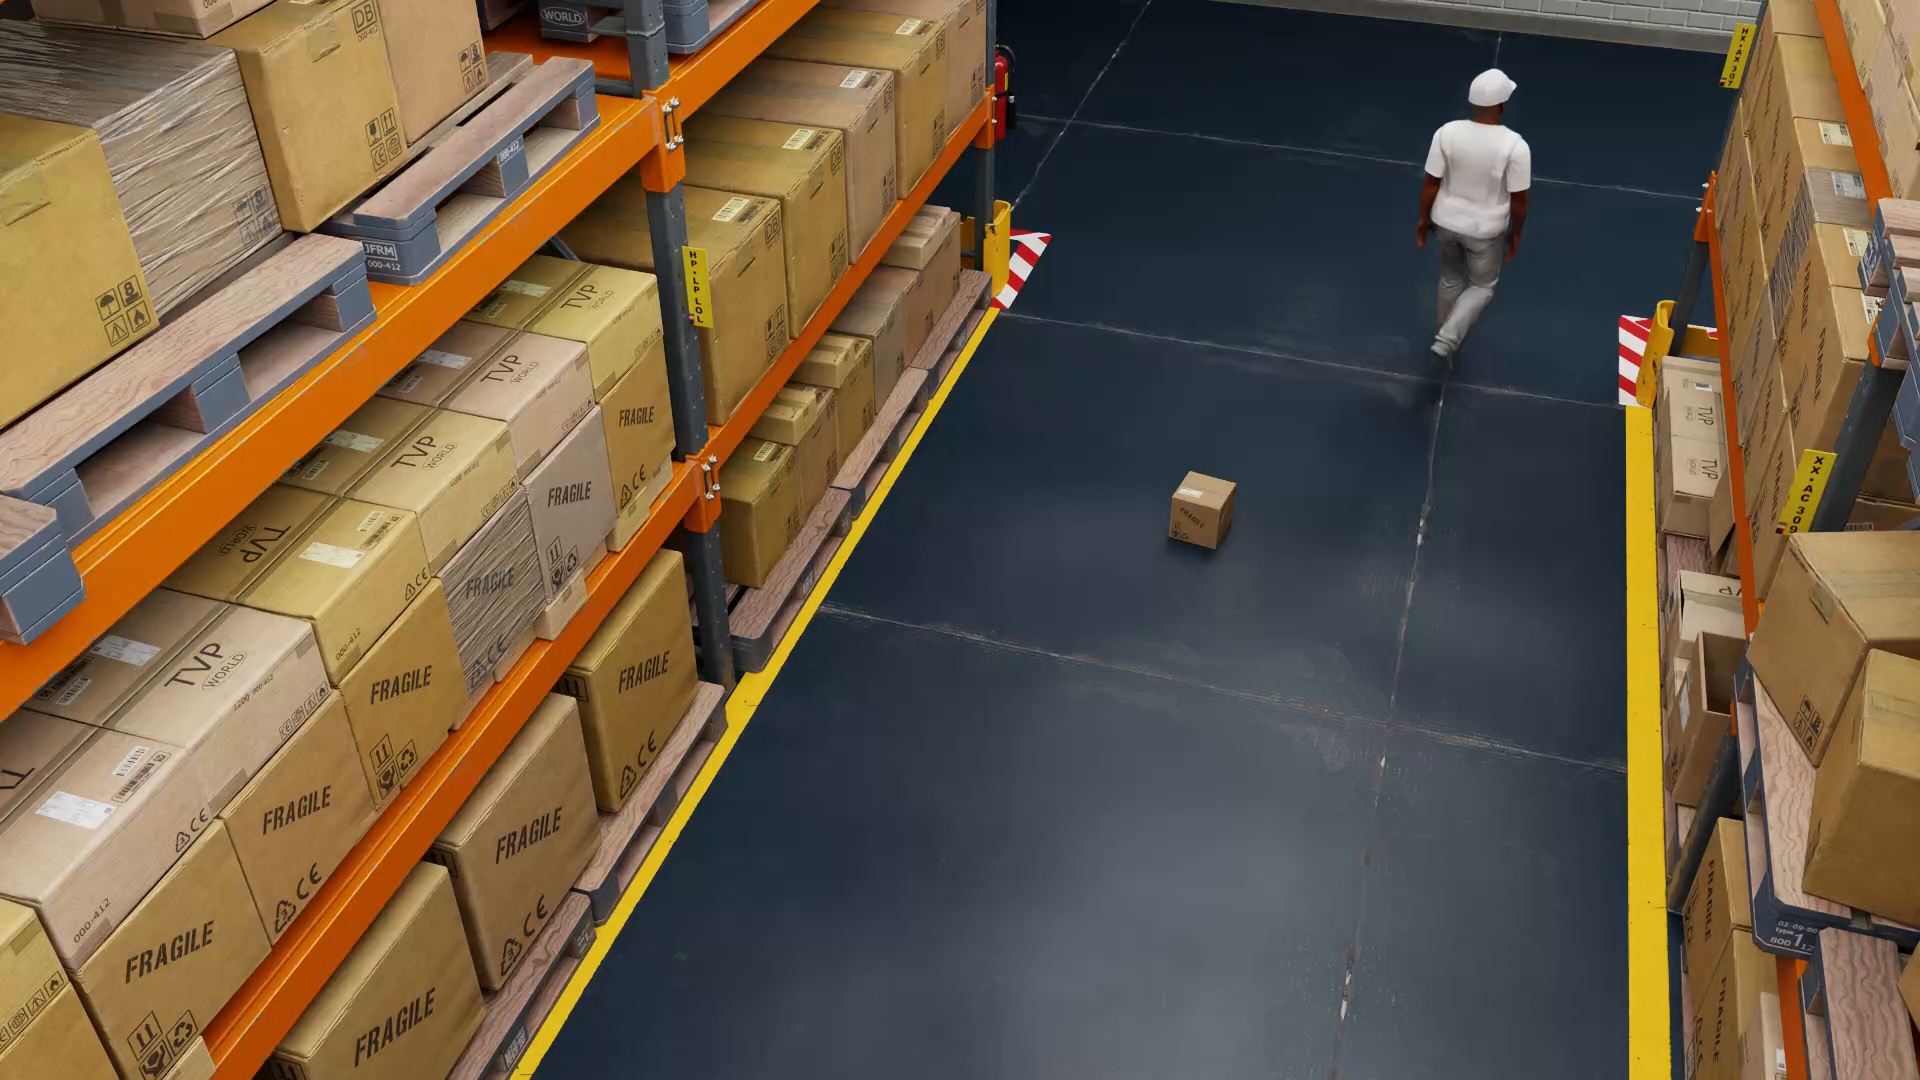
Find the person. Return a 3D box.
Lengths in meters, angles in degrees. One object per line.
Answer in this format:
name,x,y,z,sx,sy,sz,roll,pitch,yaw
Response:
person,2.815,-1.739,9.178,0.577,1.748,0.787,23,43,28
